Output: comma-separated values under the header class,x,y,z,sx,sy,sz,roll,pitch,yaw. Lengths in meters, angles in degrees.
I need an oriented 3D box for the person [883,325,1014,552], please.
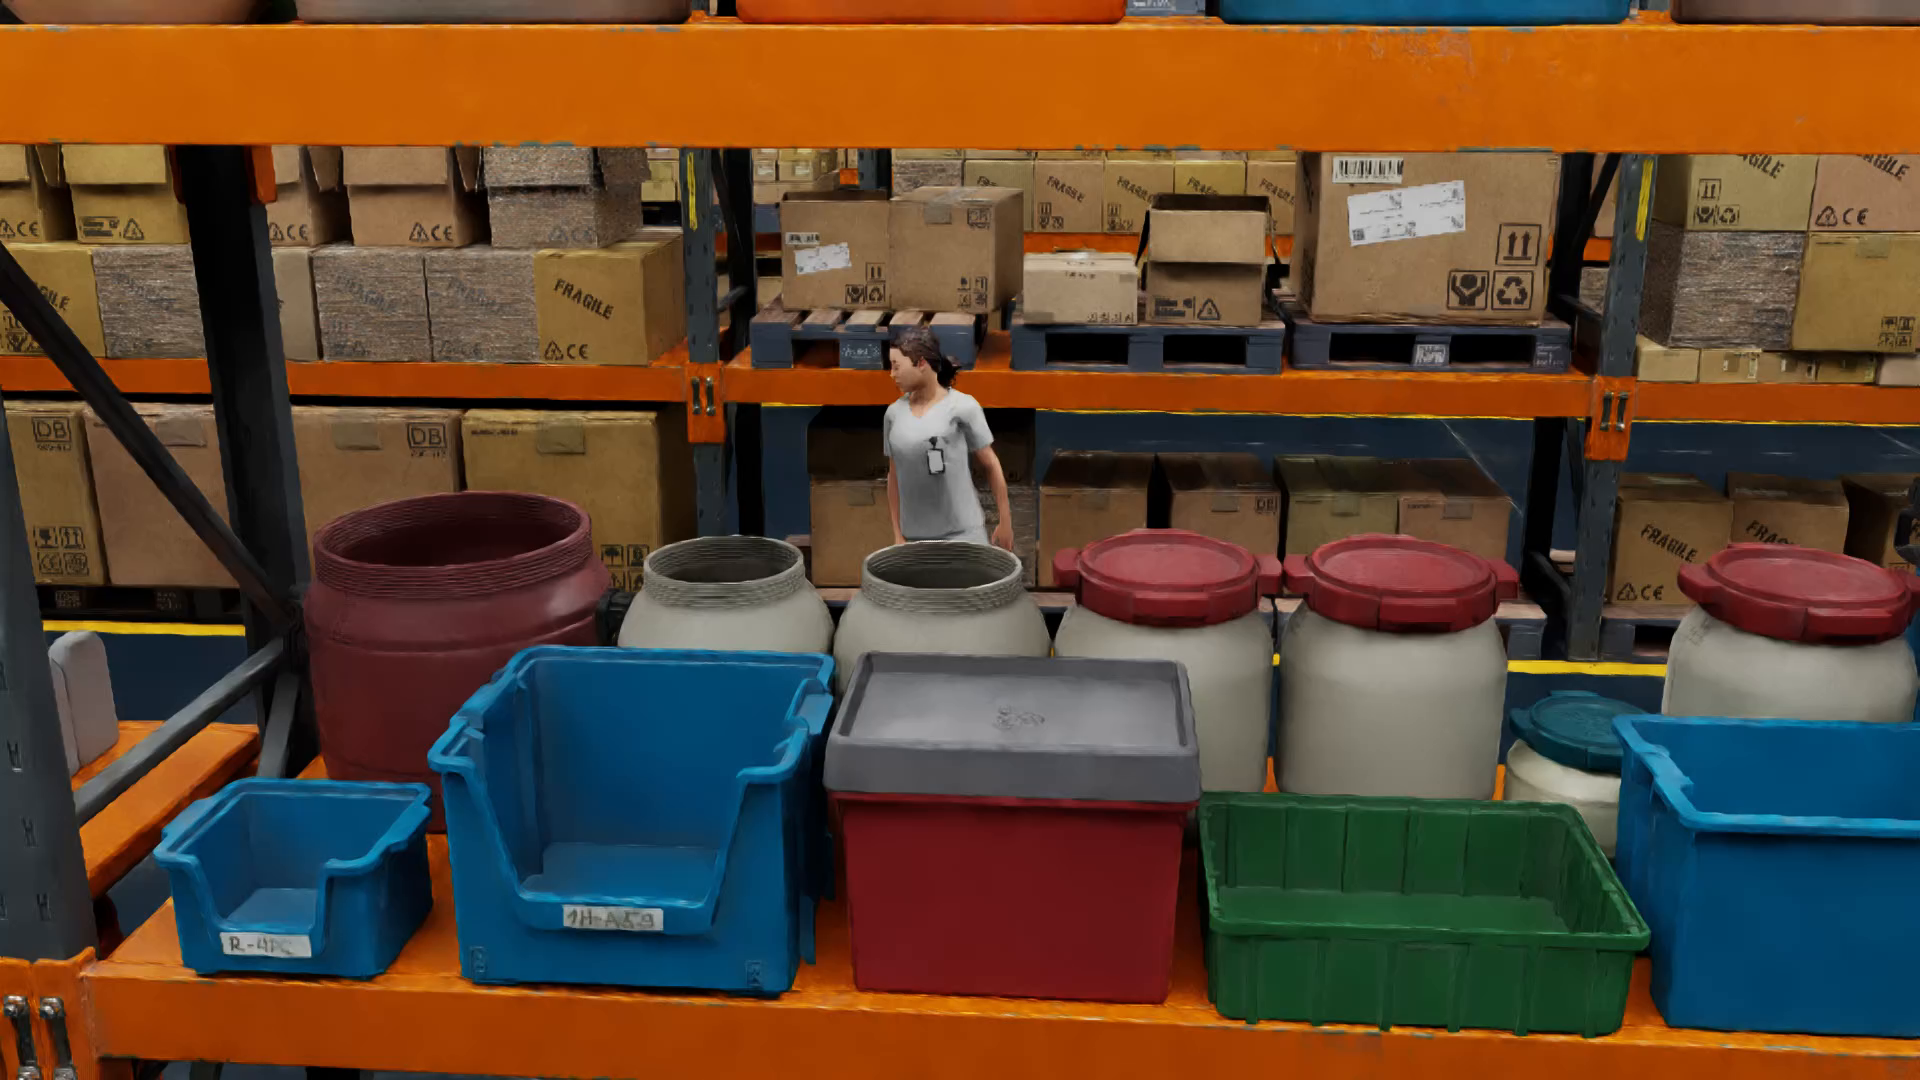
class,x,y,z,sx,sy,sz,roll,pitch,yaw
person,-0.051,-0.036,6.677,0.553,1.640,0.605,6,18,17
